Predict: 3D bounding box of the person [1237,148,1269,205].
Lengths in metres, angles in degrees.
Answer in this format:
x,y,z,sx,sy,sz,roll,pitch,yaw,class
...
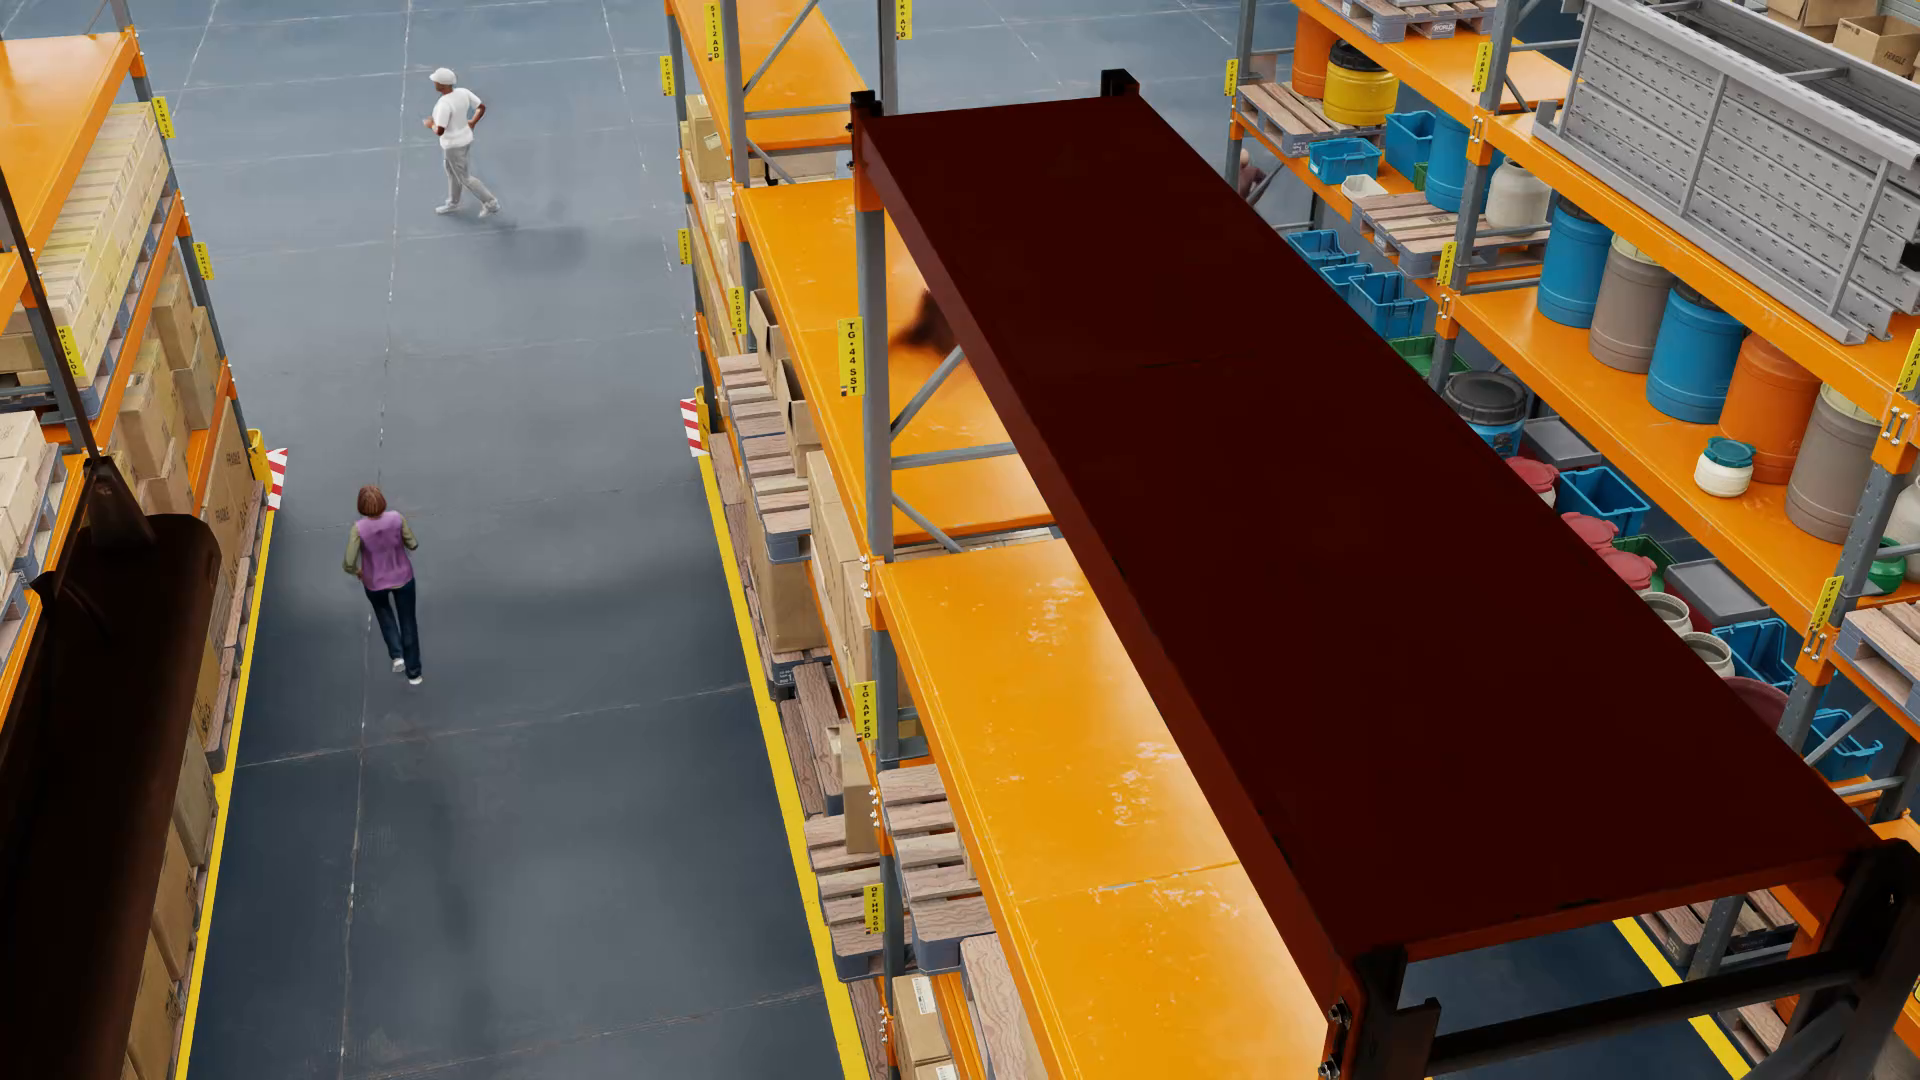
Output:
x,y,z,sx,sy,sz,roll,pitch,yaw,class
2.830,-3.288,17.360,0.619,1.732,0.714,11,36,16,person

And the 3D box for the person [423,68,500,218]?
x,y,z,sx,sy,sz,roll,pitch,yaw,class
-5.800,-4.553,19.122,0.888,1.768,0.704,6,35,8,person

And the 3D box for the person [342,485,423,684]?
x,y,z,sx,sy,sz,roll,pitch,yaw,class
-4.049,0.298,11.764,0.515,1.653,0.622,-13,37,-18,person
